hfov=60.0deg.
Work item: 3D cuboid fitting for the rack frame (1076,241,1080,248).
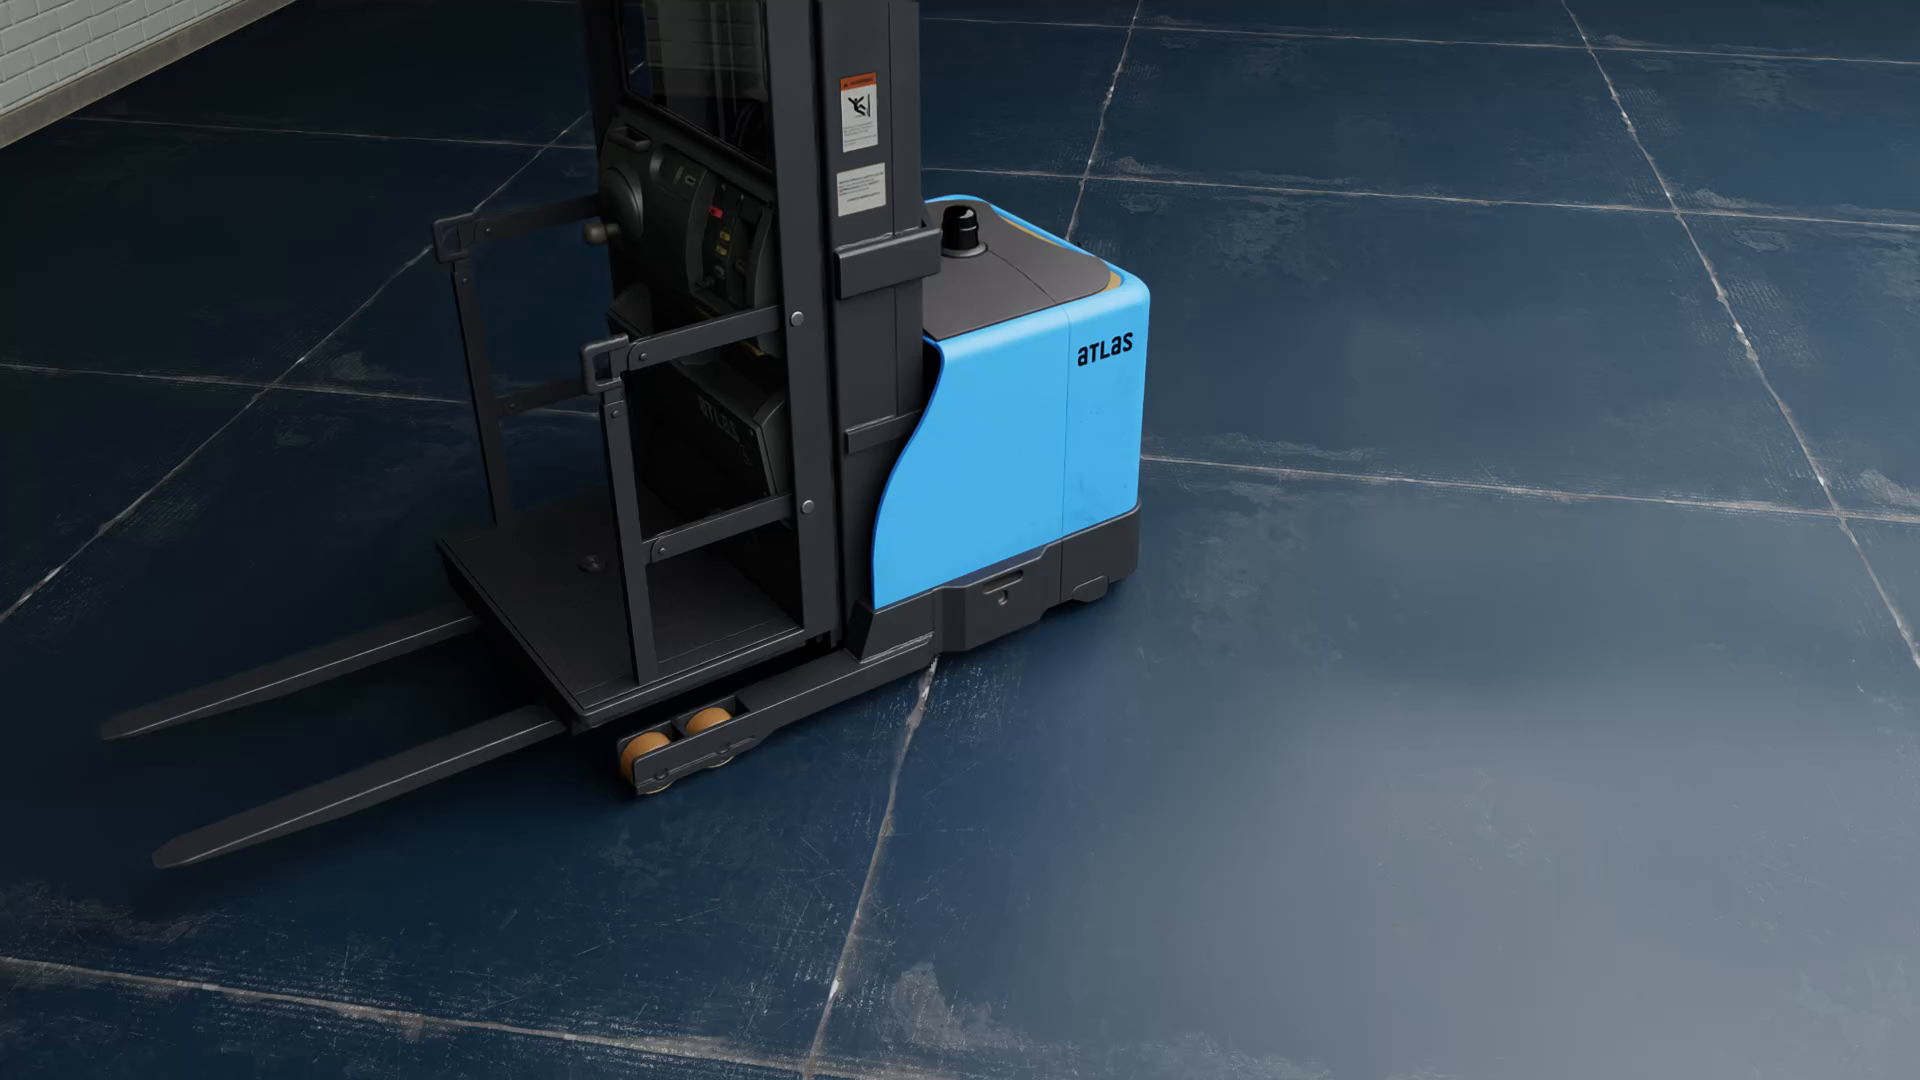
[{"bbox_3d":[0.448,-0.583,5.833,0.006,0.900,0.240,-13,34,-20],"label":"rack frame"}]

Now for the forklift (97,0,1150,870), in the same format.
[{"bbox_3d":[-0.913,-0.858,4.359,3.031,2.935,1.130,-20,37,-29],"label":"forklift"}]

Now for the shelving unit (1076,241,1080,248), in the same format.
[{"bbox_3d":[0.354,-0.561,5.798,0.210,0.900,0.258,-13,34,-20],"label":"shelving unit"}]
